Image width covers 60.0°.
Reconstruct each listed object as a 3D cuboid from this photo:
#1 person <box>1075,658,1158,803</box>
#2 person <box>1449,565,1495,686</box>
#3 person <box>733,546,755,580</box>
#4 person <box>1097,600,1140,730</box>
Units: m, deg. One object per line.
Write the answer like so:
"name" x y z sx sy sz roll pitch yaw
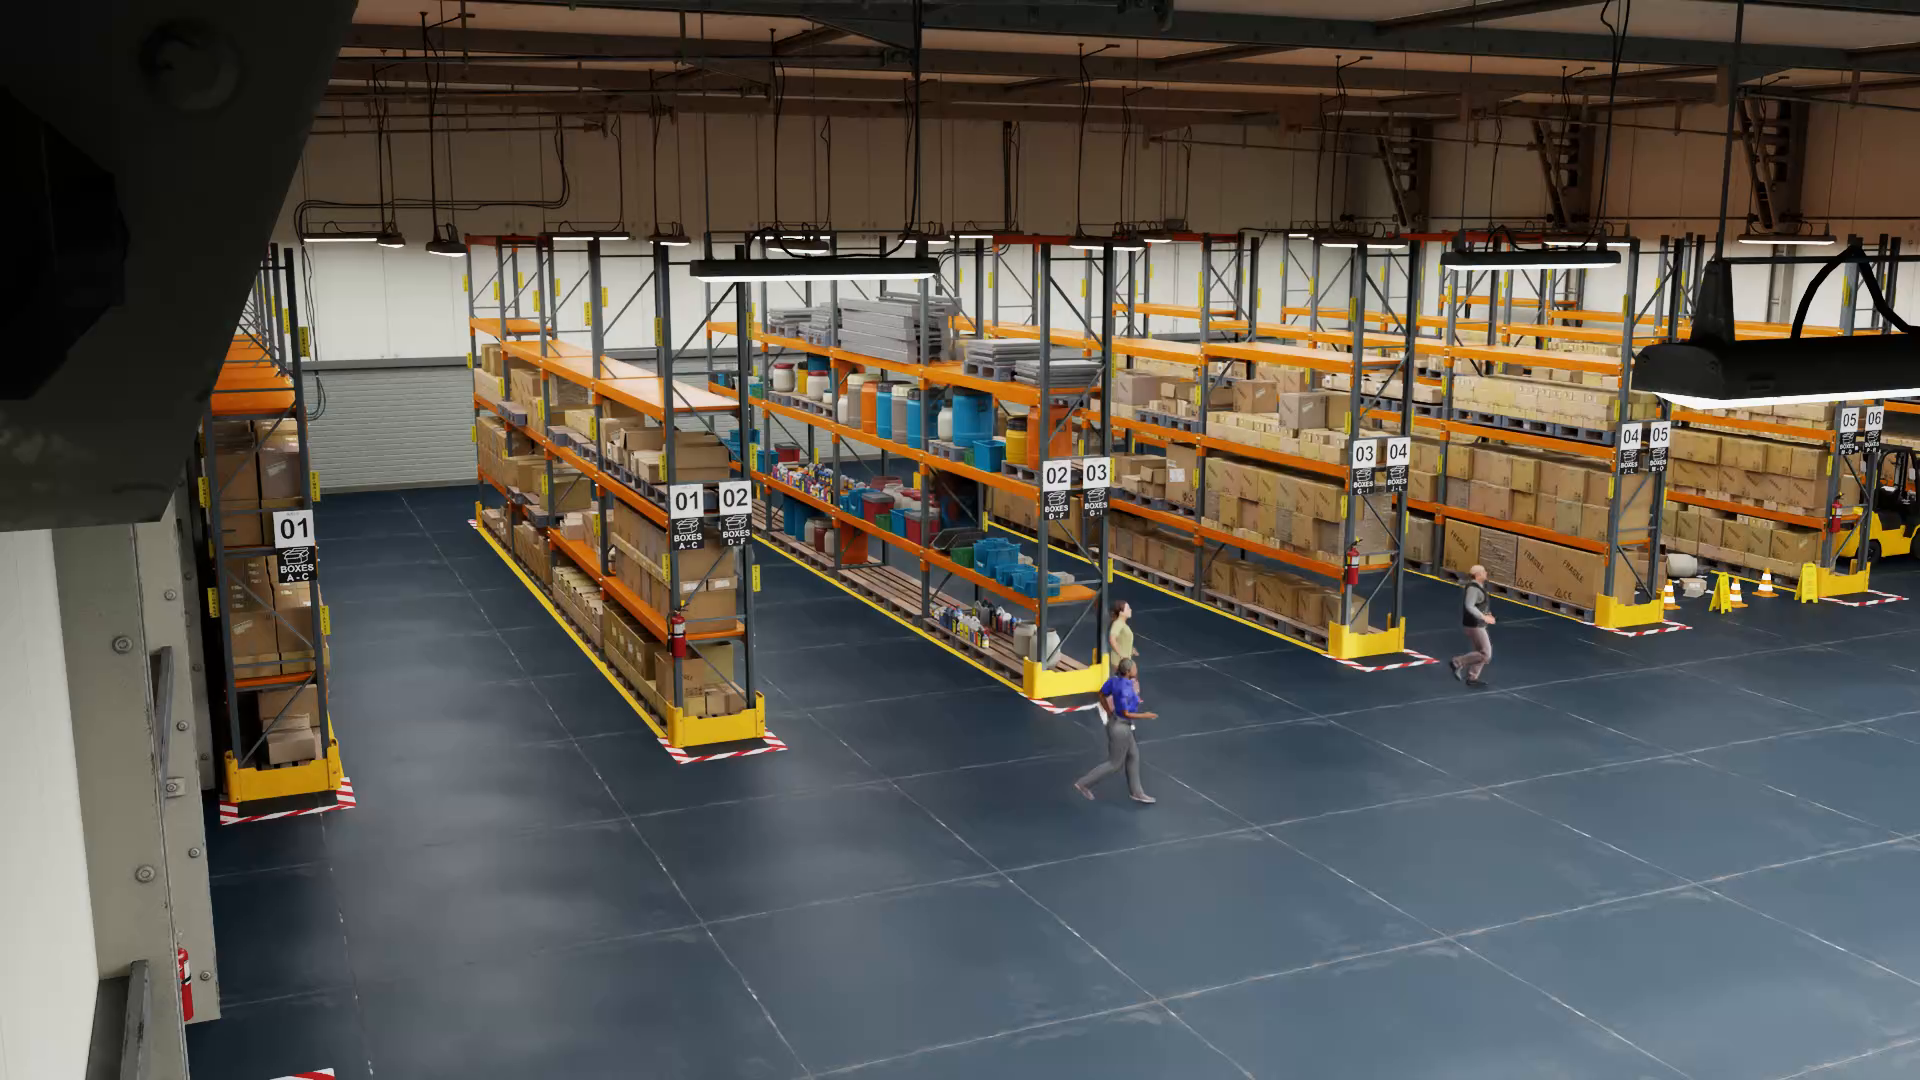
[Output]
"person" 1.689 2.088 18.054 0.920 1.645 0.557 -1 11 -7
"person" 7.005 1.166 22.711 0.581 1.681 0.651 3 11 15
"person" -3.777 0.028 28.267 0.617 1.520 0.807 -8 14 -36
"person" 1.993 1.555 20.906 0.531 1.627 0.636 1 11 3
